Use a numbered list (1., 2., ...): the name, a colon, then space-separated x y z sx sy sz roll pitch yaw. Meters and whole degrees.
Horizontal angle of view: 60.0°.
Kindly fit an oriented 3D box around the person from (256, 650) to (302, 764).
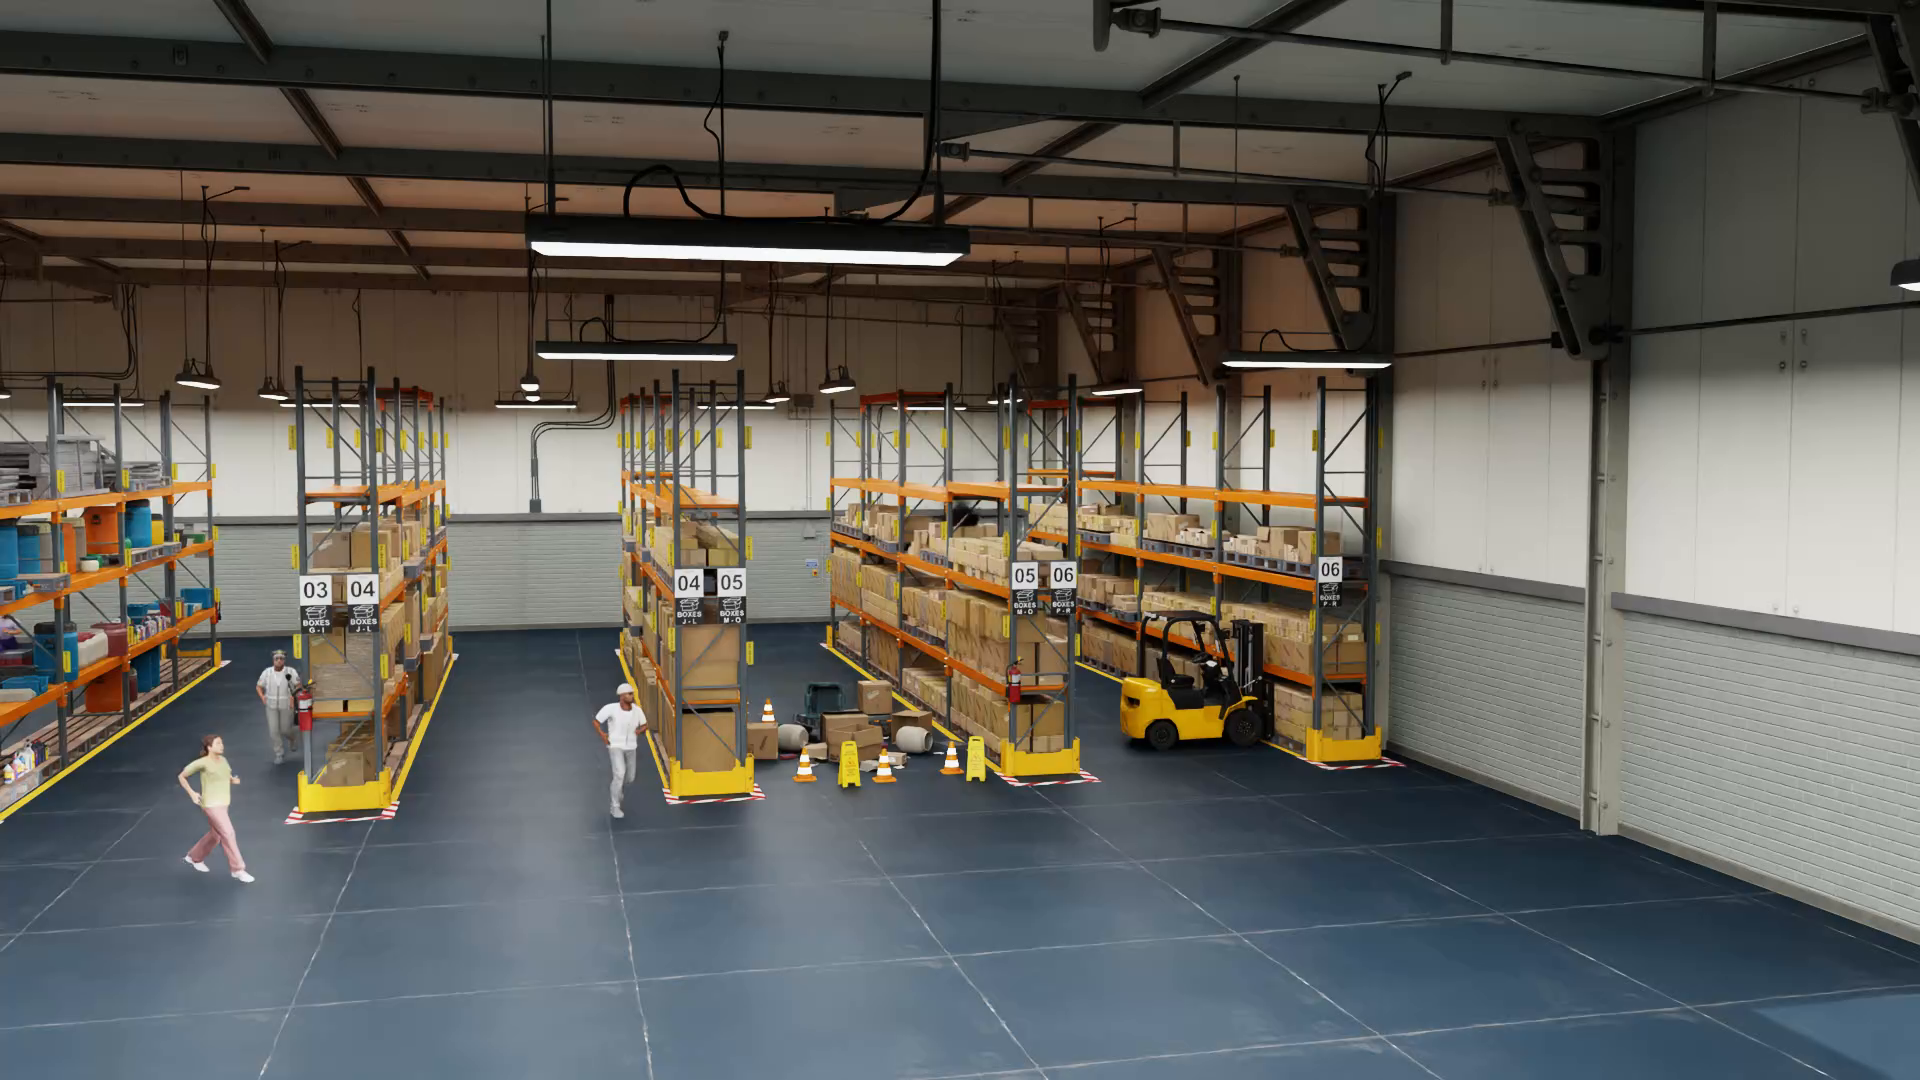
1. person: -10.655 2.584 26.026 0.655 1.762 0.662 -1 4 -16

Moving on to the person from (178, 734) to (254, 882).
1. person: -8.438 3.022 18.899 0.989 1.651 0.587 1 3 12

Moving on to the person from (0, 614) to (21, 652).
1. person: -19.341 2.175 33.716 0.584 1.693 0.776 -1 4 -21

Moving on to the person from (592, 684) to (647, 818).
1. person: -4.560 2.812 22.543 0.730 1.735 0.882 -3 4 -39
